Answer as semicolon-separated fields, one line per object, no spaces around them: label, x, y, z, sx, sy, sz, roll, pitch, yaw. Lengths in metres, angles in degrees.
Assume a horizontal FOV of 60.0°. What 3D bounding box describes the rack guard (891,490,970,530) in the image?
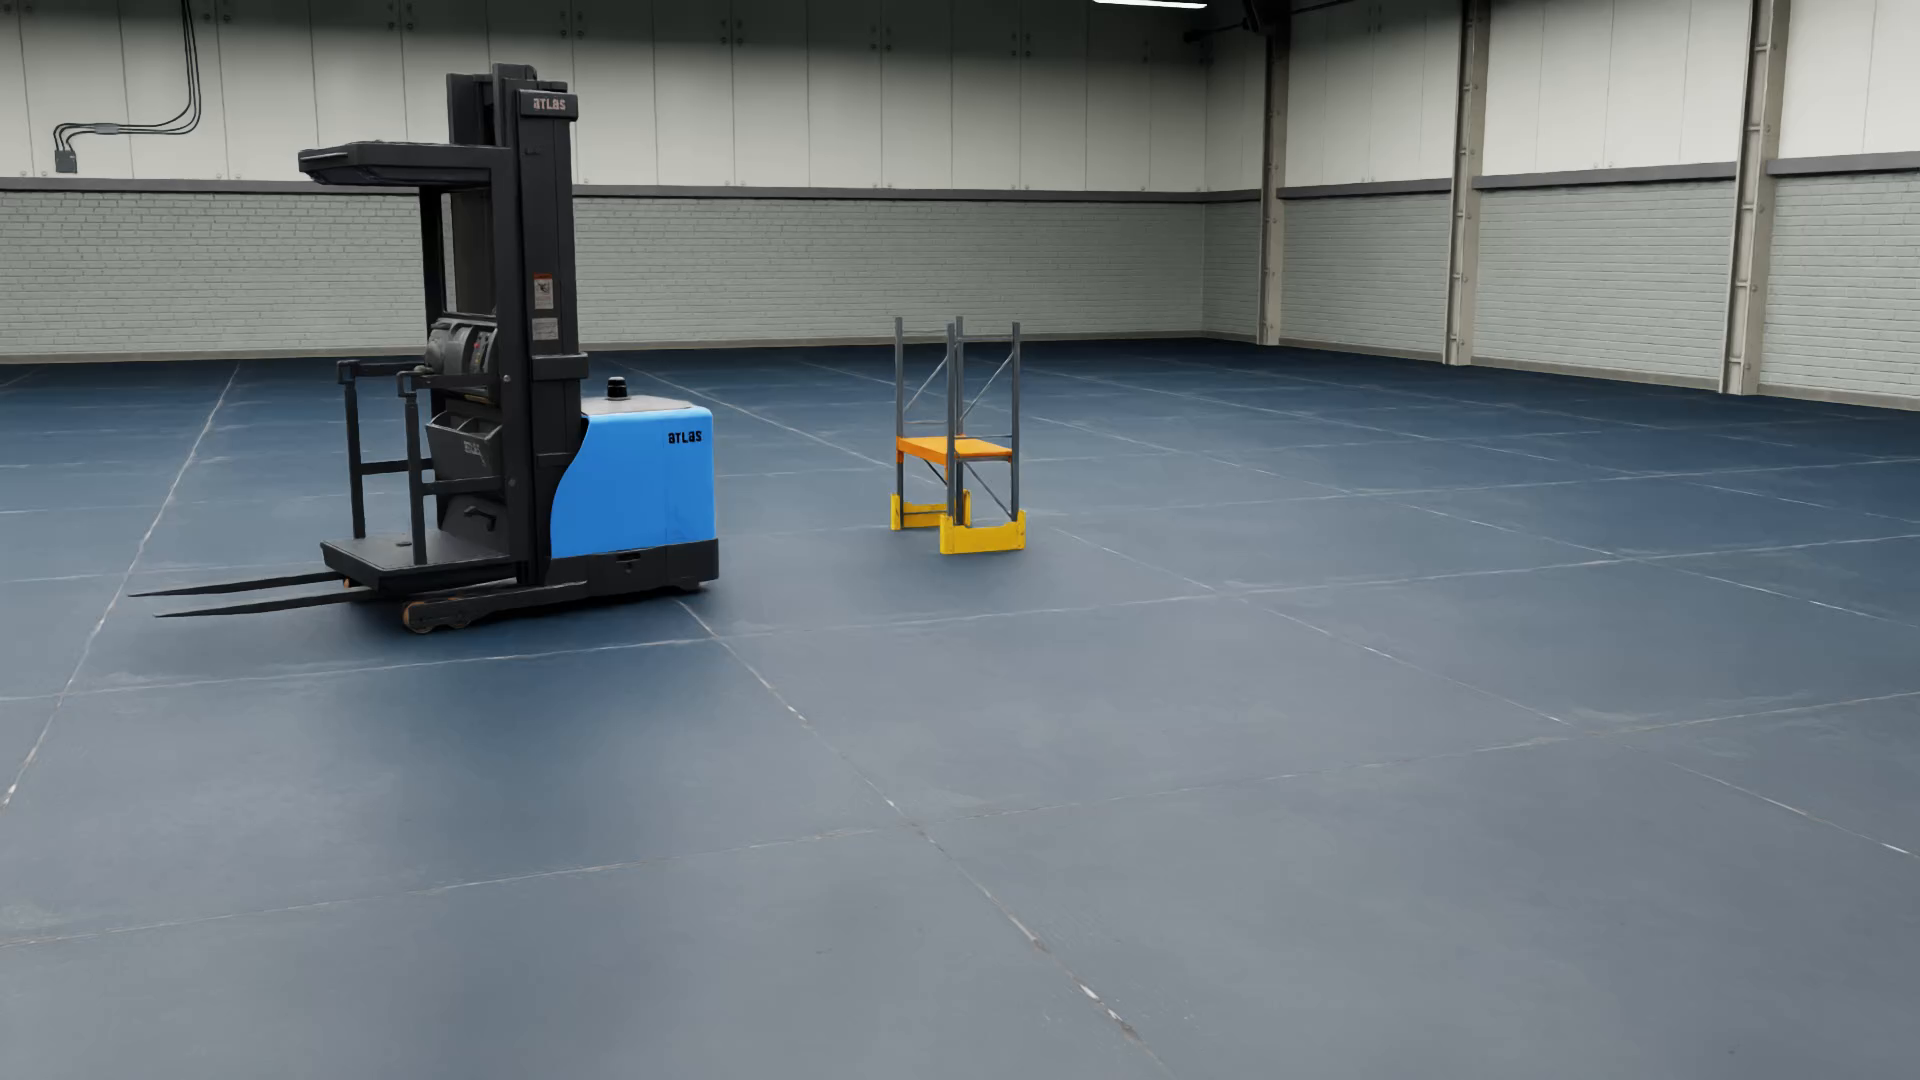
rack guard;-0.208;-0.217;11.925;0.587;0.250;0.087;-4;11;-21

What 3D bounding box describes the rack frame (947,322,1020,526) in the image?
rack frame;0.153;-0.669;10.901;0.500;1.500;0.032;-4;11;-21

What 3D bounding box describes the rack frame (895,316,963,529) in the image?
rack frame;-0.215;-0.835;11.834;0.500;1.500;0.032;-4;11;-21

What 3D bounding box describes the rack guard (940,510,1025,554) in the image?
rack guard;0.153;-0.054;11.011;0.587;0.250;0.087;-4;11;-21

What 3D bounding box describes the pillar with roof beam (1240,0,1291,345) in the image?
pillar with roof beam;2.216;-8.104;31.286;9.100;9.000;0.548;-4;11;-21

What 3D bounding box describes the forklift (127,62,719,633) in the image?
forklift;-2.896;-1.060;9.008;3.031;2.935;1.130;-8;13;-36

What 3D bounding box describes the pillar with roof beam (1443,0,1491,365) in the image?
pillar with roof beam;4.391;-7.125;25.781;9.100;9.000;0.400;-4;11;-21

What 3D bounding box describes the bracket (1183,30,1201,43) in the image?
bracket;4.889;-10.582;34.936;0.235;0.232;0.430;-4;11;-21

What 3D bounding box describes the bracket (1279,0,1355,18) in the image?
bracket;6.982;-9.639;29.635;0.076;0.066;4.783;-4;11;-21

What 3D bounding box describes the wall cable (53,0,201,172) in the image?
wall cable;-14.111;-9.218;27.834;2.305;6.003;0.169;-4;11;-21

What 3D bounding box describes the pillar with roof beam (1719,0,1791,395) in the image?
pillar with roof beam;6.565;-6.146;20.275;9.100;9.000;0.400;-4;11;-21

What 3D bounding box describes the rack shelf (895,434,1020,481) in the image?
rack shelf;-0.031;-0.575;11.399;0.538;0.185;1.000;-4;11;-21

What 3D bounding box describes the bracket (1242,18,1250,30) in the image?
bracket;5.748;-10.195;32.761;0.235;0.232;0.430;-4;11;-21

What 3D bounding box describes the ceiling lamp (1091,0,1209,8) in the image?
ceiling lamp;3.006;-10.306;26.996;2.000;3.185;0.800;-4;11;-21

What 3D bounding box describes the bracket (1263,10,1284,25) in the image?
bracket;6.048;-10.060;32.000;0.235;0.232;0.430;-4;11;-21

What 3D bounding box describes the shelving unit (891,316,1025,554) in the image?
shelving unit;-0.028;-0.751;11.359;0.587;1.500;1.083;-4;11;-21

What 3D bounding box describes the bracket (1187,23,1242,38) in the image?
bracket;5.103;-10.485;34.394;0.076;0.066;3.189;-4;11;-21
